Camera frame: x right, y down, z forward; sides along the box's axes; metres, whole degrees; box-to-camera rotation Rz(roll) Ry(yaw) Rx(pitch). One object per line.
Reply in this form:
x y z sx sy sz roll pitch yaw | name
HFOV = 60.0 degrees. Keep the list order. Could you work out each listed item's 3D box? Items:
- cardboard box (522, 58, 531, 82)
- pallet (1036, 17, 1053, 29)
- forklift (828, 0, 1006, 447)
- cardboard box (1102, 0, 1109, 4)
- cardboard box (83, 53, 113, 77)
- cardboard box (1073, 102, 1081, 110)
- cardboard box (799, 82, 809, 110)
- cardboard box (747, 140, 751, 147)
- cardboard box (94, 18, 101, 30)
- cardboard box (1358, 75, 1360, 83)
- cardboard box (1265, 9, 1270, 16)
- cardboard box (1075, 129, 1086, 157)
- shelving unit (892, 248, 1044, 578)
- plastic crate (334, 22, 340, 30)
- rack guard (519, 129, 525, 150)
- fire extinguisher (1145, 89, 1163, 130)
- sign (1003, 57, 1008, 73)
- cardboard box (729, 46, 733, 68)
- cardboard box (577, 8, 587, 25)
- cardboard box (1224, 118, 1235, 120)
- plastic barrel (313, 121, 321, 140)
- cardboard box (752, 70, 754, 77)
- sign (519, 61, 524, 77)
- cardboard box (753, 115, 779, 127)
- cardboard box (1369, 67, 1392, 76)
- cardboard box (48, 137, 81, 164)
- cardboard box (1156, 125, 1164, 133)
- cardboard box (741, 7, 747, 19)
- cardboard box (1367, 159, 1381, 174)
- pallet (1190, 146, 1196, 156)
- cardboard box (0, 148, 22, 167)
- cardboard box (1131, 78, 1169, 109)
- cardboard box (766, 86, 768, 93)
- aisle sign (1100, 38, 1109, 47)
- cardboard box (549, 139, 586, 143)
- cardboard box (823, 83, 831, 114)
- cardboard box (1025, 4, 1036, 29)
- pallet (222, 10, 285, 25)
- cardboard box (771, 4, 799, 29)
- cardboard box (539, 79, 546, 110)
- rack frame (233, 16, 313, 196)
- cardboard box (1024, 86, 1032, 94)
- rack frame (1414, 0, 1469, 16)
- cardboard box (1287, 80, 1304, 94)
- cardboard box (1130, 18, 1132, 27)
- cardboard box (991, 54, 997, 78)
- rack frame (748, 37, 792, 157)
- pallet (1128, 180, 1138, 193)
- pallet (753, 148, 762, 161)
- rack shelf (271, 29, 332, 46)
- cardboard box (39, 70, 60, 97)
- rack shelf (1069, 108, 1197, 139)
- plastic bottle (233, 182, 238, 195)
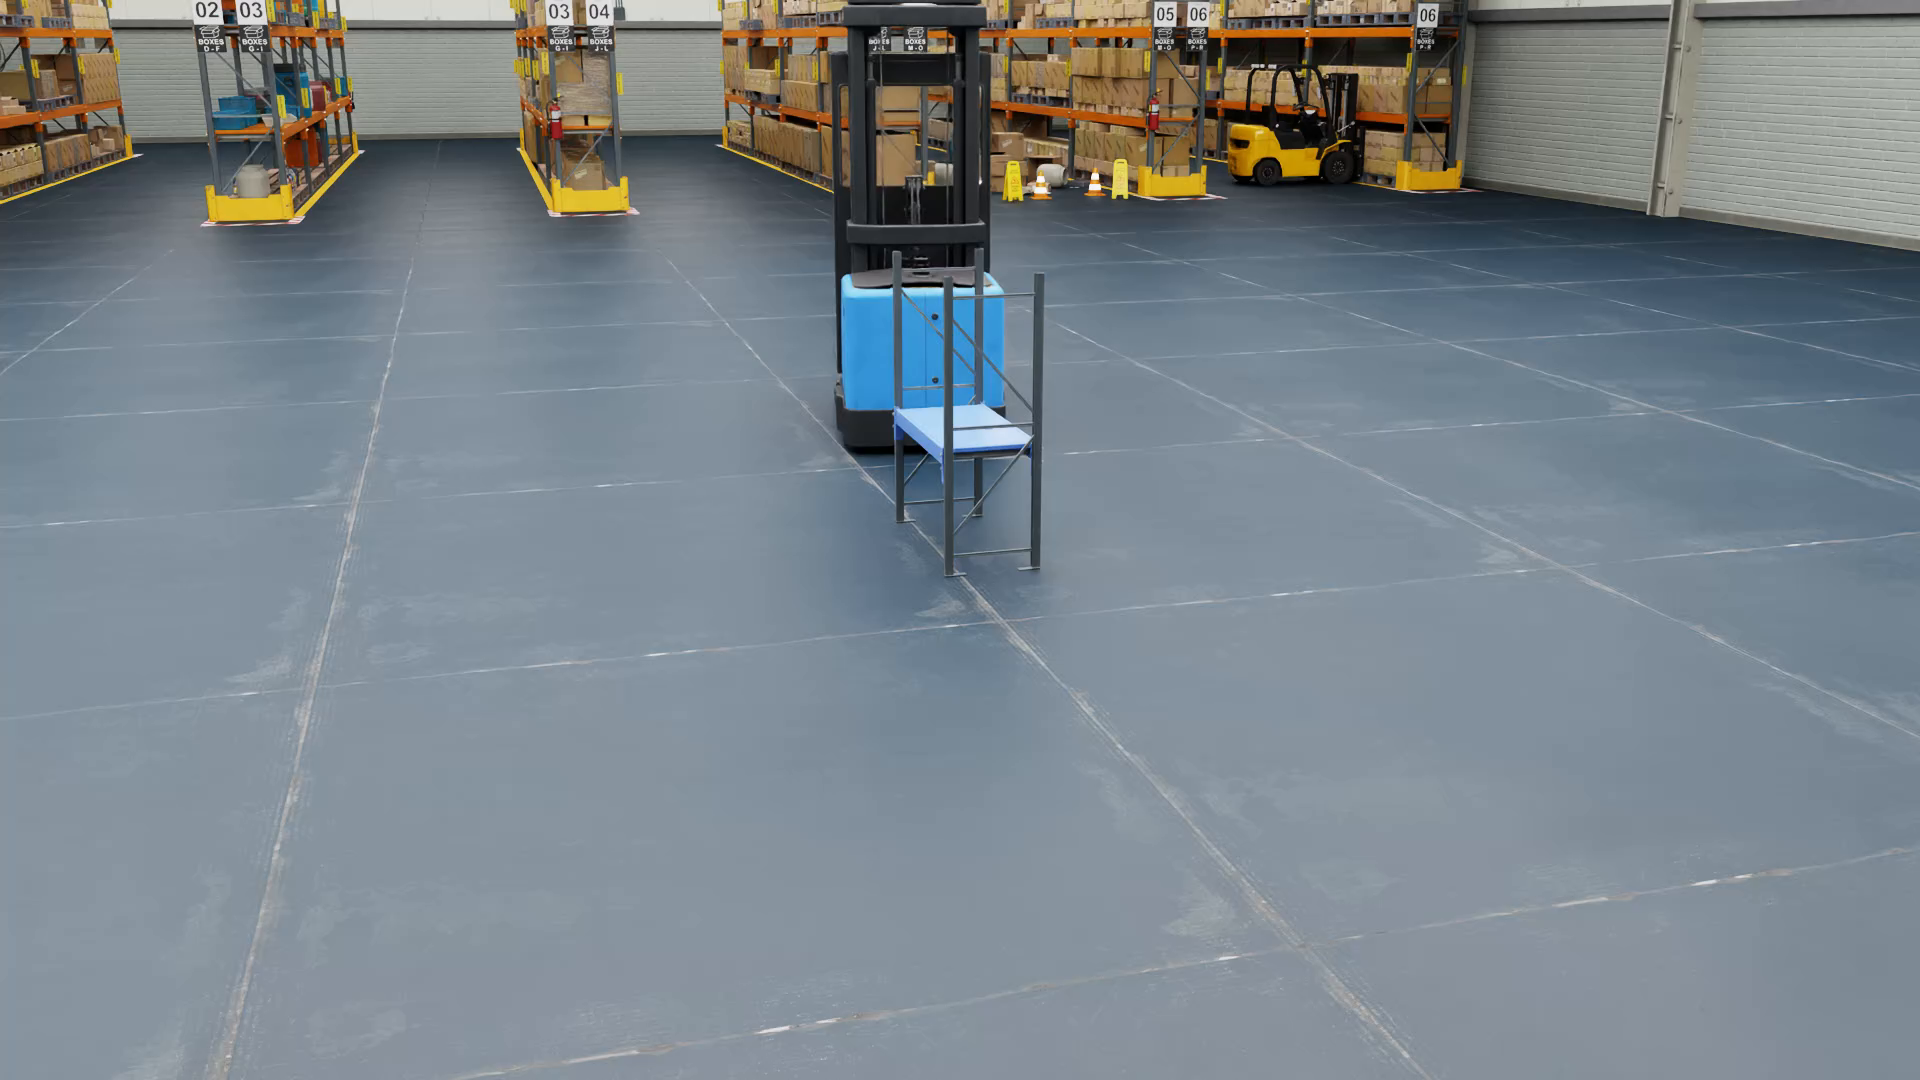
-9.502 -10.495 37.117 0.500 0.500 0.500 -4 17 -14 | cardboard box
2.253 -10.342 33.281 1.213 0.211 1.003 -5 17 -15 | pallet
-0.357 -2.378 11.774 1.130 2.935 3.031 -2 17 -5 | forklift
2.791 -9.759 30.064 0.380 0.149 0.250 -5 17 -16 | cardboard box
-19.218 -10.569 37.012 0.500 0.500 0.500 -4 17 -14 | cardboard box
2.386 -8.297 31.797 0.380 0.149 0.250 -5 17 -16 | cardboard box
-2.802 -8.561 32.065 0.500 0.500 0.500 -5 17 -15 | cardboard box
-4.758 -9.241 38.727 0.380 0.149 0.250 -4 17 -15 | cardboard box
-19.073 -11.251 36.239 0.500 0.250 0.500 -5 17 -15 | cardboard box
7.620 -8.744 31.545 0.380 0.149 0.250 -5 17 -16 | cardboard box
6.573 -10.982 34.617 0.380 0.149 0.250 -5 17 -16 | cardboard box
2.511 -7.589 31.748 0.500 0.500 0.500 -4 17 -13 | cardboard box
0.023 -0.695 8.658 0.538 1.500 1.048 -5 17 -15 | shelving unit
-14.435 -11.759 38.039 0.450 0.188 0.336 -5 17 -15 | plastic crate
-10.225 -9.875 40.959 1.175 0.500 0.348 -5 17 -15 | rack guard
3.296 -7.318 28.236 0.296 0.674 0.183 -5 17 -15 | fire extinguisher
0.976 -10.146 35.503 0.100 0.325 0.005 -5 17 -15 | sign
-5.287 -11.669 40.157 0.500 0.500 0.500 -5 17 -16 | cardboard box
-5.705 -8.158 25.945 0.500 0.250 0.500 -4 17 -14 | cardboard box
6.244 -9.651 38.356 0.380 0.149 0.250 -4 17 -15 | cardboard box
-13.554 -8.416 34.674 0.600 0.901 0.708 -5 17 -15 | plastic barrel
-4.369 -10.256 36.554 0.380 0.149 0.250 -5 17 -16 | cardboard box
-9.652 -10.368 36.610 0.100 0.325 0.005 -5 17 -15 | sign
-4.373 -9.461 37.547 0.500 0.250 0.500 -5 18 -18 | cardboard box
7.807 -8.674 30.798 0.380 0.149 0.250 -4 17 -14 | cardboard box
-17.969 -7.801 33.288 0.500 0.500 0.500 -4 17 -15 | cardboard box
5.098 -9.989 40.606 0.500 0.500 0.500 -4 17 -13 | cardboard box
-4.694 -12.035 37.982 0.500 0.250 0.500 -6 18 -18 | cardboard box
7.918 -6.945 30.906 0.500 0.250 0.500 -5 17 -15 | cardboard box
5.780 -9.241 39.348 1.003 0.211 1.213 -5 17 -15 | pallet
-16.744 -6.676 29.039 0.500 0.311 0.500 -4 17 -14 | cardboard box
3.293 -7.742 28.822 0.500 0.500 0.500 -5 17 -16 | cardboard box
-3.867 -9.467 34.961 0.380 0.149 0.250 -5 17 -15 | cardboard box
3.781 -13.483 44.107 0.394 0.787 0.004 -5 17 -15 | aisle sign
-7.652 -7.530 32.387 0.700 0.500 0.500 -6 18 -20 | cardboard box
-2.011 -8.081 30.381 0.875 0.550 0.550 -5 17 -15 | cardboard box
1.760 -10.858 34.497 0.700 0.500 0.500 -5 17 -15 | cardboard box
-10.717 -7.831 24.923 1.003 0.211 1.213 -5 17 -15 | pallet
-3.624 -10.839 34.435 0.500 0.500 0.500 -5 17 -15 | cardboard box
-6.753 -7.666 28.569 0.875 0.500 0.500 -5 17 -15 | cardboard box
-11.683 -7.355 28.223 1.000 3.000 0.127 -5 17 -15 | rack frame
1.551 -9.375 34.654 0.380 0.149 0.250 -5 17 -15 | cardboard box
8.479 -10.690 28.898 1.000 3.000 0.127 -5 17 -15 | rack frame
6.999 -9.207 33.779 0.500 0.250 0.500 -5 17 -16 | cardboard box
3.195 -9.034 29.036 0.380 0.149 0.250 -5 17 -15 | cardboard box
0.966 -10.427 36.538 0.500 0.500 0.500 -4 17 -14 | cardboard box
-4.322 -10.323 38.106 1.000 3.000 0.127 -5 17 -15 | rack frame
3.497 -6.337 29.680 1.003 0.211 1.213 -5 17 -15 | pallet
-4.107 -8.773 37.790 1.003 0.211 1.213 -5 17 -15 | pallet
-13.332 -10.107 33.420 1.077 0.370 4.000 -5 17 -15 | rack shelf
-18.100 -8.942 32.604 0.700 0.500 0.500 -10 19 -29 | cardboard box
3.158 -7.632 30.397 1.077 0.370 4.000 -5 17 -15 | rack shelf
-11.510 -5.592 26.455 0.097 0.201 0.097 0 17 0 | plastic bottle
